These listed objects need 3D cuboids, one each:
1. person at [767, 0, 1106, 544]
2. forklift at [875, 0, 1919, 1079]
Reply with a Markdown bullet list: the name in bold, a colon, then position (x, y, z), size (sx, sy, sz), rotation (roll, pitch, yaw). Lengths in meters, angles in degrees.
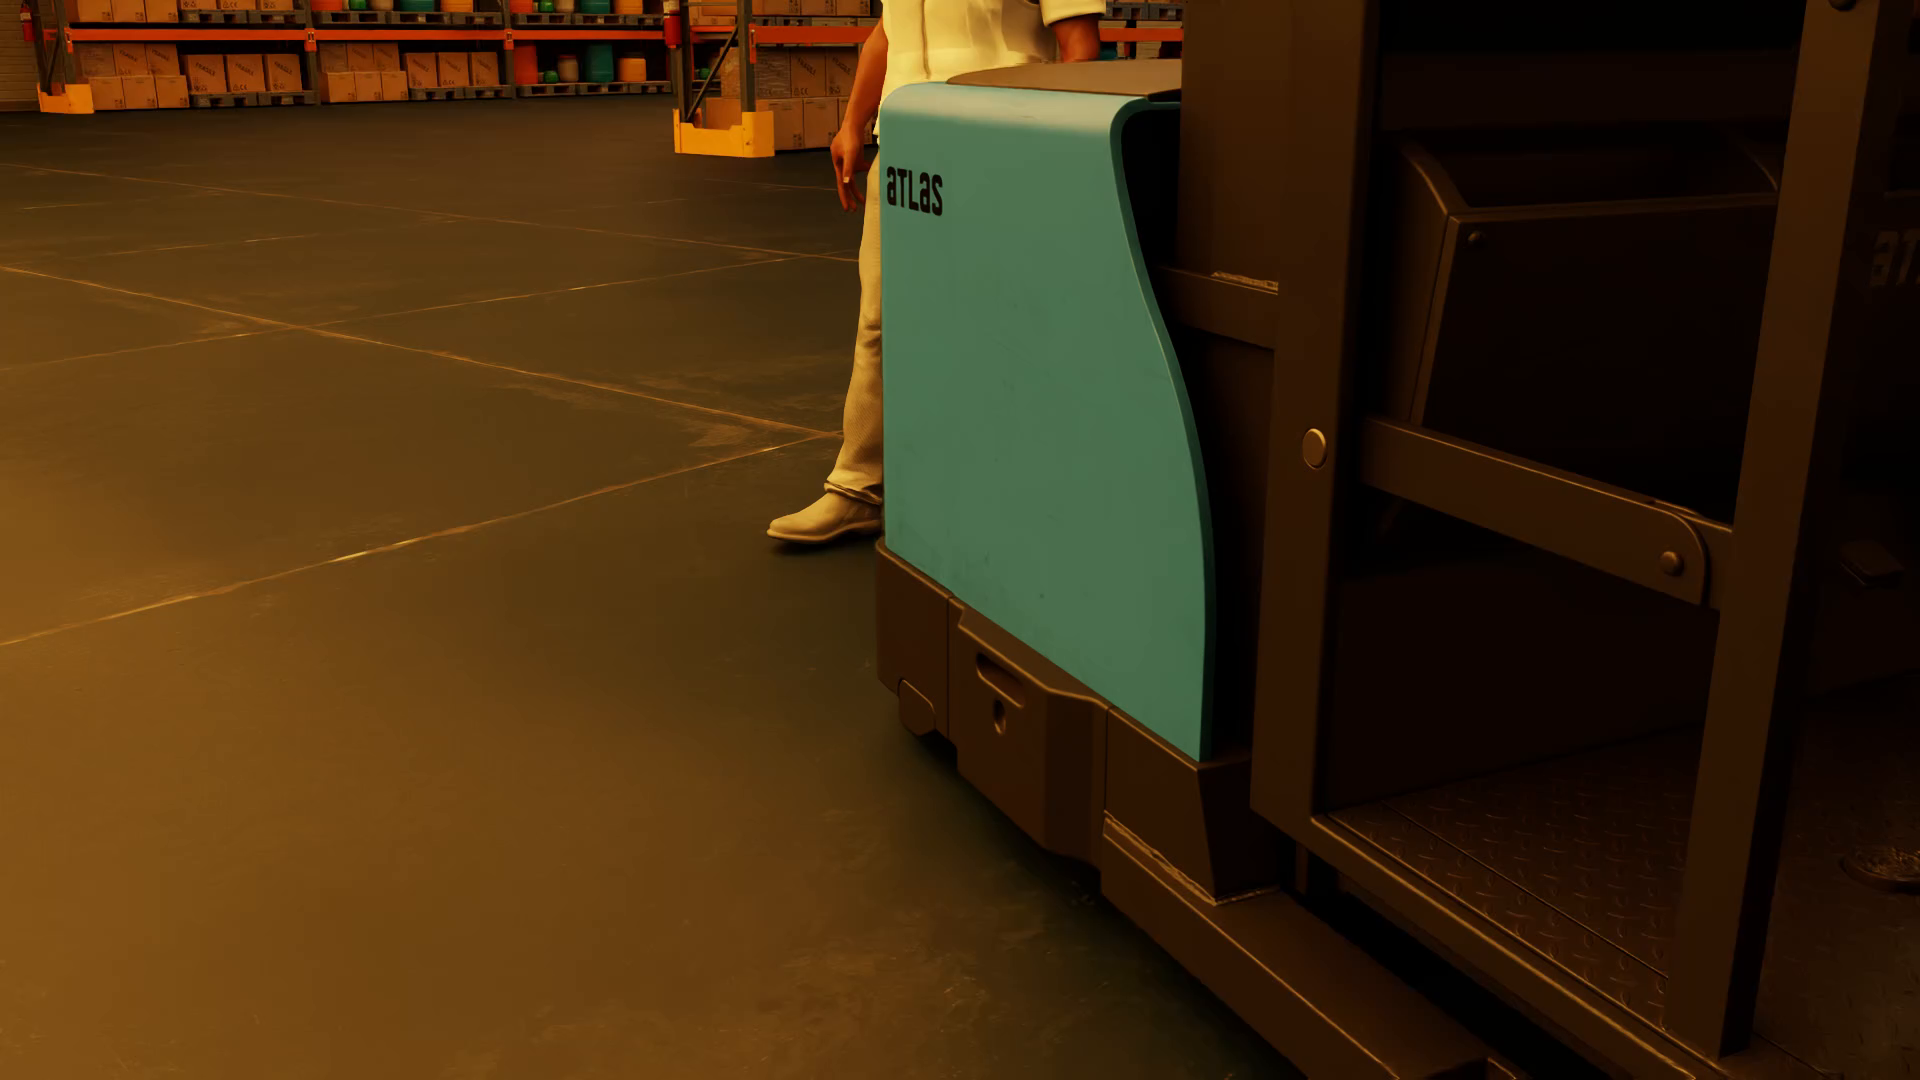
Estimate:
- **person**: position (-0.049, -0.837, 3.634), size (0.665, 1.769, 0.574), rotation (13, 21, 37)
- **forklift**: position (0.942, -0.782, 1.471), size (1.130, 2.935, 3.031), rotation (-8, 19, -24)
